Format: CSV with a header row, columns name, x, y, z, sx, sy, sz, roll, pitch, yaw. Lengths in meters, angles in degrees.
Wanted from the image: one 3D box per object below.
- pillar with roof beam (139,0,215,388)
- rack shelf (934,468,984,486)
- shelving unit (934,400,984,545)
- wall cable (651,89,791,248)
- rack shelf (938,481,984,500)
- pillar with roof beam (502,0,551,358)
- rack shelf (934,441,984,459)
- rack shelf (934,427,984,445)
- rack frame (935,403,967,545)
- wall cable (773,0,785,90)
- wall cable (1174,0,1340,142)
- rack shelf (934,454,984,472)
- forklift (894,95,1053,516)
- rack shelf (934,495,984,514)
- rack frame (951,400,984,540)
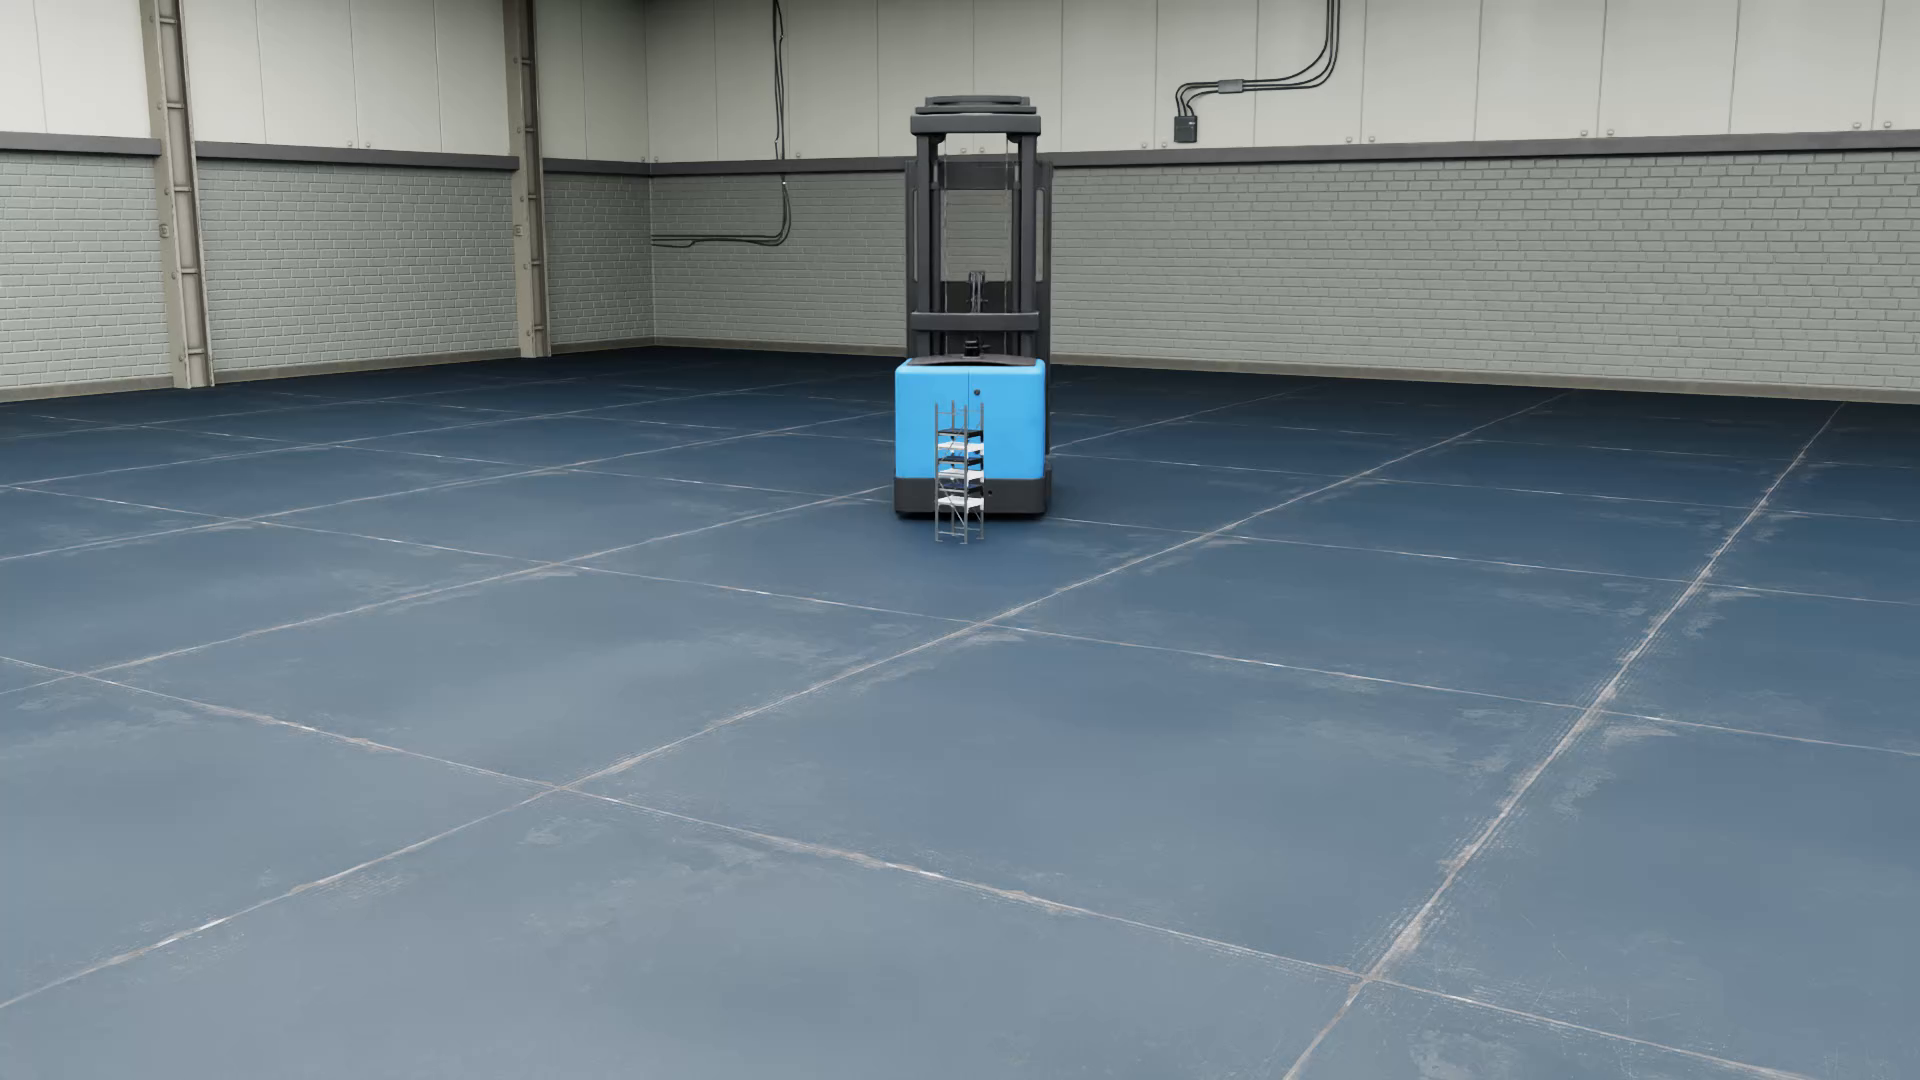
name,x,y,z,sx,sy,sz,roll,pitch,yaw
pillar with roof beam,-6.192,-5.988,18.401,9.100,9.000,0.400,6,12,31
rack shelf,-0.004,-0.408,10.785,0.258,0.077,0.200,6,12,31
shelving unit,-0.004,-0.441,10.779,0.258,0.900,0.210,6,12,31
wall cable,-4.096,-6.154,27.724,3.097,2.526,0.112,6,12,31
rack shelf,-0.004,-0.320,10.802,0.258,0.077,0.200,6,12,31
pillar with roof beam,-3.076,-6.932,23.441,9.100,9.000,0.400,6,12,31
rack shelf,-0.004,-0.585,10.752,0.258,0.077,0.200,6,12,31
rack shelf,-0.004,-0.674,10.736,0.258,0.077,0.200,6,12,31
rack frame,-0.057,-0.425,10.694,0.240,0.900,0.006,6,12,31
wall cable,-1.784,-8.378,25.879,3.097,2.526,0.112,6,12,31
wall cable,4.009,-8.442,22.267,2.305,6.003,0.169,6,12,31
rack shelf,-0.004,-0.497,10.769,0.258,0.077,0.200,6,12,31
forklift,0.155,-1.835,12.704,1.130,2.935,3.031,1,11,4
rack shelf,-0.004,-0.231,10.818,0.258,0.077,0.200,6,12,31
rack frame,0.049,-0.457,10.864,0.240,0.900,0.006,6,12,31
